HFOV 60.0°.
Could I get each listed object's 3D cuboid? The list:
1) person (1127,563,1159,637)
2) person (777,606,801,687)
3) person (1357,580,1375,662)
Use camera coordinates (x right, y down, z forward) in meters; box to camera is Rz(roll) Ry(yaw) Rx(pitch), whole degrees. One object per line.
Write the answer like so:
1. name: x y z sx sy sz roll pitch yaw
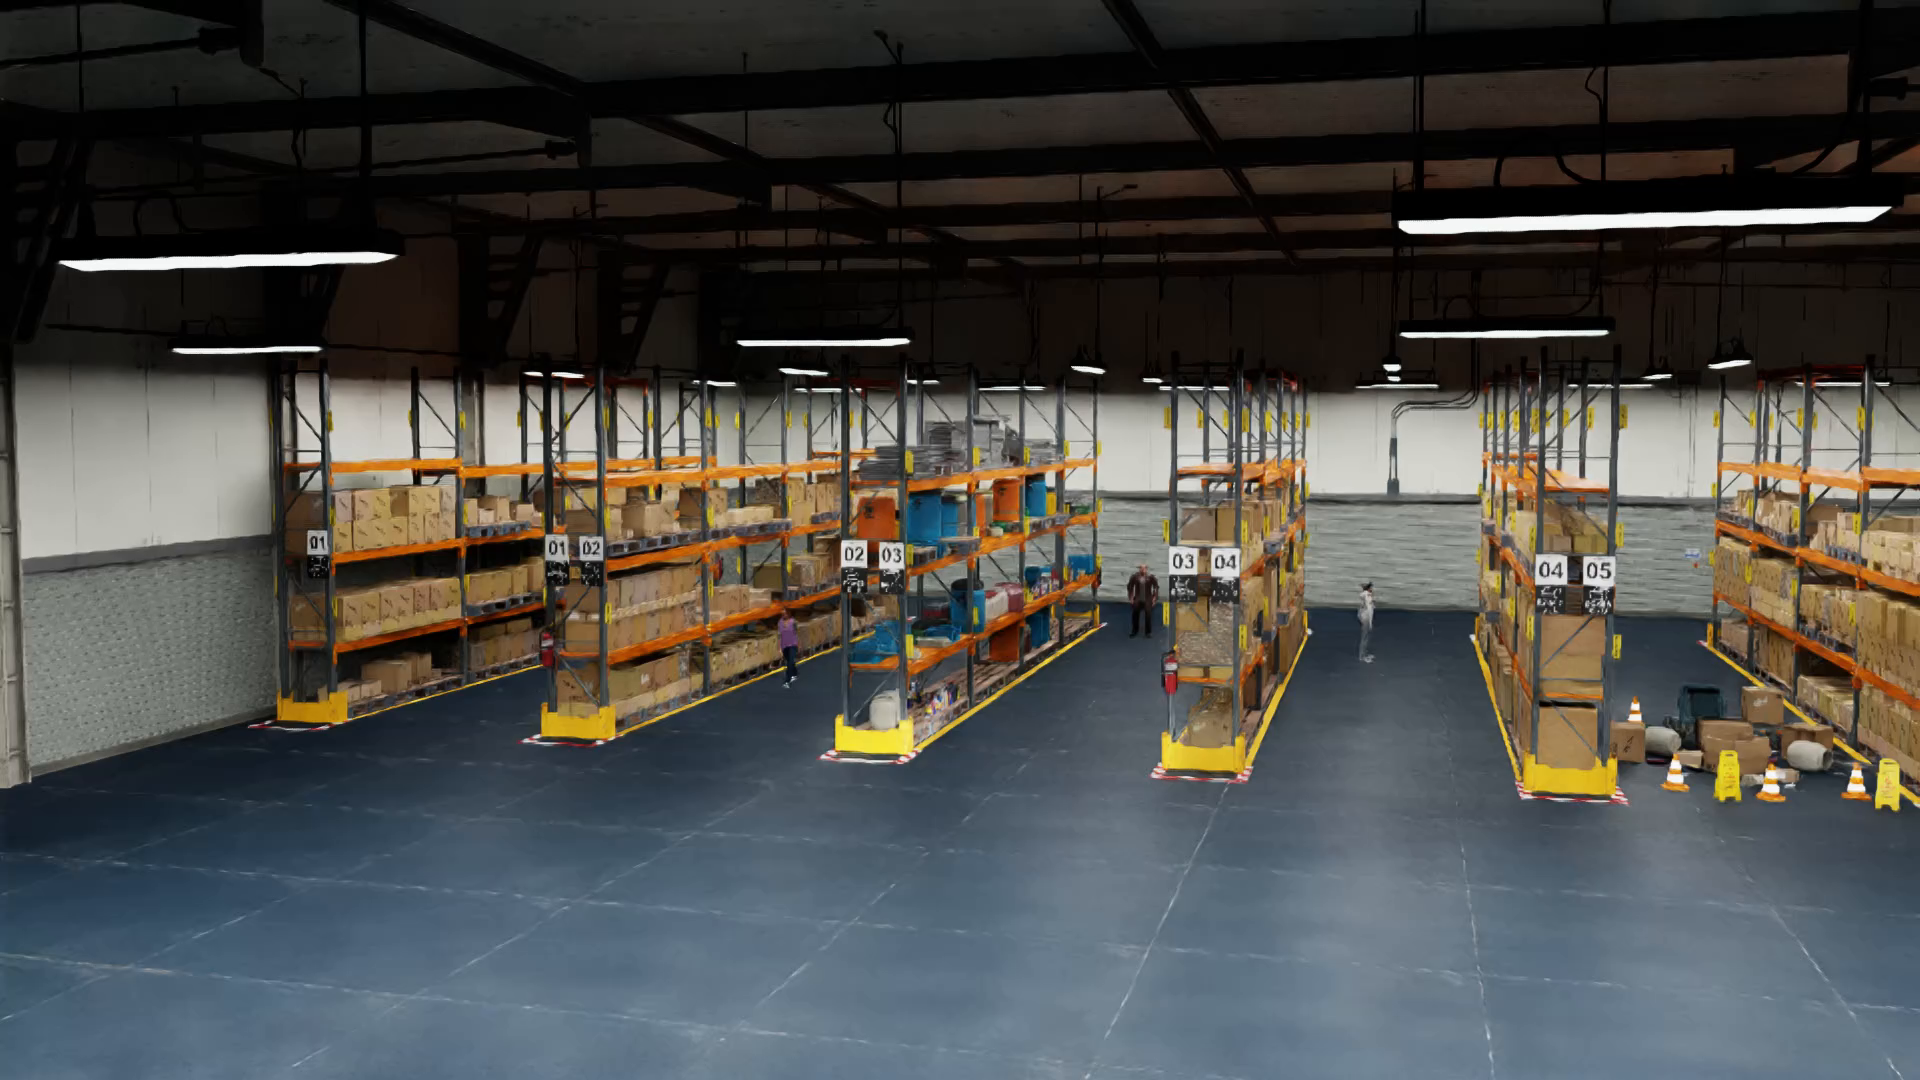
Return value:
1. person: 4.227 1.378 38.448 0.729 1.733 0.546 1 4 13
2. person: -3.243 1.978 31.321 0.417 1.517 1.037 1 4 17
3. person: 8.482 1.664 34.581 0.433 1.684 0.551 0 4 -5
